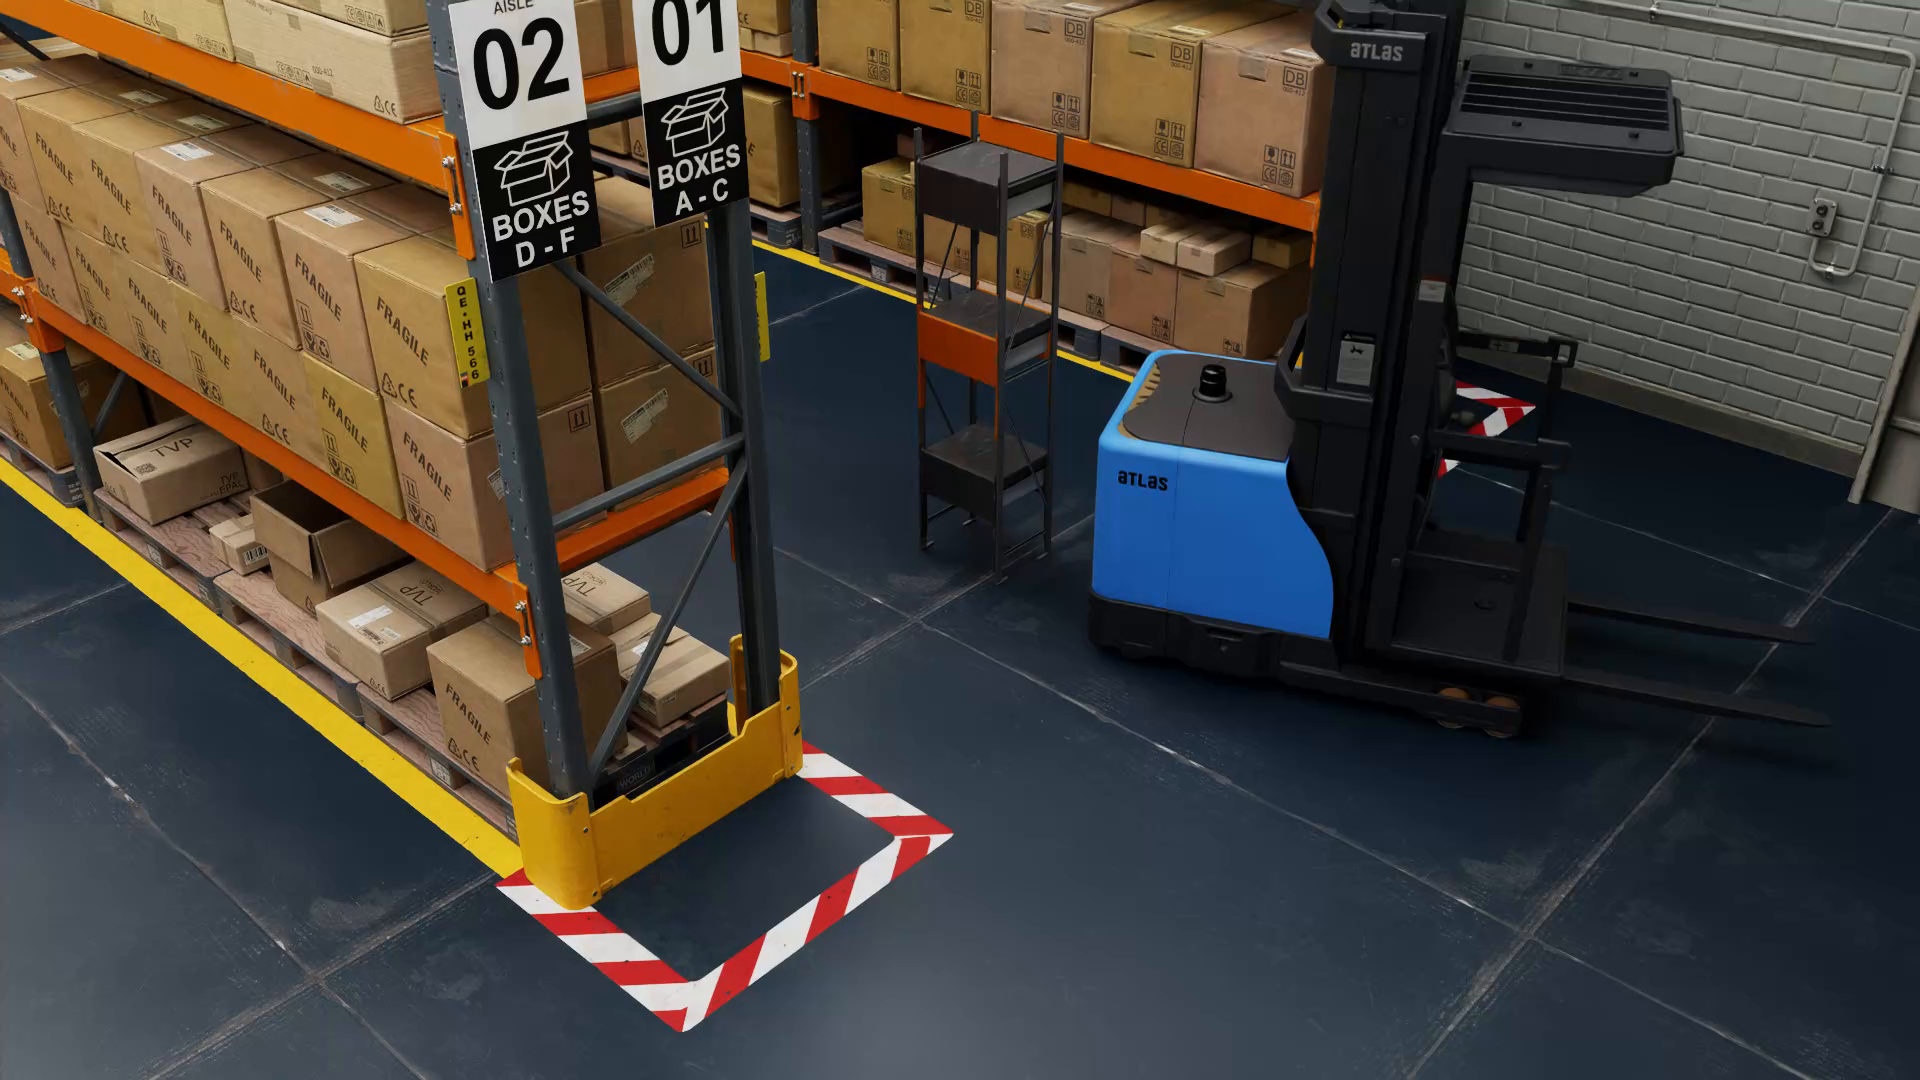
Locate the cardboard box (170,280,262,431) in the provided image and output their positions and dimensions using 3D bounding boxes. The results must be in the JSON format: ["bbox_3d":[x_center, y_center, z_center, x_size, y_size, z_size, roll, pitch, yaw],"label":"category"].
[{"bbox_3d":[-2.713,-0.807,6.586,0.500,0.500,0.500,24,39,34],"label":"cardboard box"}]

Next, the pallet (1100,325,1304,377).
[{"bbox_3d":[1.605,-1.134,9.929,1.213,0.211,1.003,25,39,35],"label":"pallet"}]

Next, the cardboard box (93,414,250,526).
[{"bbox_3d":[-3.871,-0.379,8.151,0.500,0.311,0.500,25,39,35],"label":"cardboard box"}]

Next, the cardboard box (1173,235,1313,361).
[{"bbox_3d":[1.664,-1.395,9.675,0.500,0.500,0.700,25,39,35],"label":"cardboard box"}]

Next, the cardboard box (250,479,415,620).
[{"bbox_3d":[-2.640,-0.041,7.404,0.637,0.503,0.797,25,39,35],"label":"cardboard box"}]

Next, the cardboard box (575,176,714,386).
[{"bbox_3d":[-1.223,-0.912,5.790,0.500,0.500,0.500,26,40,36],"label":"cardboard box"}]

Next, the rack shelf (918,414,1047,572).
[{"bbox_3d":[0.123,-0.231,7.981,0.480,0.518,0.431,25,39,35],"label":"rack shelf"}]

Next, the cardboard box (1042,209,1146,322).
[{"bbox_3d":[0.920,-1.742,10.251,0.500,0.500,0.700,24,38,34],"label":"cardboard box"}]

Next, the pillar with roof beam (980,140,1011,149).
[{"bbox_3d":[-2.505,-4.478,6.964,0.400,9.000,9.100,25,39,35],"label":"pillar with roof beam"}]

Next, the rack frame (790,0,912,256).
[{"bbox_3d":[-0.715,-3.466,11.099,0.127,3.000,1.000,25,39,35],"label":"rack frame"}]

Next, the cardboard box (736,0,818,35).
[{"bbox_3d":[-1.227,-3.708,11.097,0.500,0.500,0.500,24,39,34],"label":"cardboard box"}]

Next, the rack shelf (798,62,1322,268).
[{"bbox_3d":[0.767,-2.466,10.135,4.000,0.370,1.077,25,39,35],"label":"rack shelf"}]

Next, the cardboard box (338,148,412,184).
[{"bbox_3d":[-1.983,-1.265,6.376,0.500,0.500,0.500,26,39,36],"label":"cardboard box"}]

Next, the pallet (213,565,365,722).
[{"bbox_3d":[-2.619,0.285,7.573,1.213,0.211,1.003,25,39,35],"label":"pallet"}]

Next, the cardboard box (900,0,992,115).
[{"bbox_3d":[0.213,-3.146,10.276,0.700,0.700,0.980,24,38,34],"label":"cardboard box"}]

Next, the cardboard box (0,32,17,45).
[{"bbox_3d":[-5.388,-2.381,8.793,0.500,0.500,0.700,15,34,23],"label":"cardboard box"}]

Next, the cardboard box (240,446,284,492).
[{"bbox_3d":[-3.424,-0.599,8.334,0.500,0.500,0.500,25,39,35],"label":"cardboard box"}]

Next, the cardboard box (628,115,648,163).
[{"bbox_3d":[-1.946,-3.207,12.345,0.750,0.750,0.750,26,40,36],"label":"cardboard box"}]

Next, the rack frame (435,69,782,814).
[{"bbox_3d":[-1.071,-0.186,5.651,0.127,3.000,1.000,25,39,35],"label":"rack frame"}]

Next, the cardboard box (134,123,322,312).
[{"bbox_3d":[-2.729,-1.236,6.328,0.500,0.500,0.500,26,40,36],"label":"cardboard box"}]

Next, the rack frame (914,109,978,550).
[{"bbox_3d":[-0.058,-0.927,7.754,0.015,2.100,0.400,25,39,35],"label":"rack frame"}]

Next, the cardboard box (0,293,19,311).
[{"bbox_3d":[-5.327,-1.097,9.161,0.500,0.500,0.500,26,39,36],"label":"cardboard box"}]

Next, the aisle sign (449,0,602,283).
[{"bbox_3d":[-1.226,-1.159,4.746,0.004,0.787,0.394,25,39,35],"label":"aisle sign"}]

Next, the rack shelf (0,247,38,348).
[{"bbox_3d":[-5.520,-1.954,9.286,4.000,0.370,1.077,25,39,35],"label":"rack shelf"}]

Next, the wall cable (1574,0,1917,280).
[{"bbox_3d":[3.834,-2.435,8.402,1.851,1.984,0.084,25,39,35],"label":"wall cable"}]

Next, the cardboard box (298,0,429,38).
[{"bbox_3d":[-1.623,-1.701,4.920,0.500,0.250,0.500,25,39,35],"label":"cardboard box"}]

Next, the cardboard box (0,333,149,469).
[{"bbox_3d":[-4.595,-0.749,8.583,0.500,0.500,0.500,25,39,35],"label":"cardboard box"}]

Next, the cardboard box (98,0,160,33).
[{"bbox_3d":[-2.732,-2.008,5.915,0.500,0.250,0.500,25,39,35],"label":"cardboard box"}]

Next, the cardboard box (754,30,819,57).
[{"bbox_3d":[-1.156,-3.376,11.173,0.250,0.149,0.380,25,39,36],"label":"cardboard box"}]

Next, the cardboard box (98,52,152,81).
[{"bbox_3d":[-3.488,-1.966,7.540,0.500,0.500,0.500,25,39,35],"label":"cardboard box"}]

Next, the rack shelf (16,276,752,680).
[{"bbox_3d":[-2.554,-0.570,6.986,4.000,0.370,1.077,25,39,35],"label":"rack shelf"}]

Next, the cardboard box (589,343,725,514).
[{"bbox_3d":[-1.223,-0.483,6.047,0.500,0.500,0.500,26,40,36],"label":"cardboard box"}]

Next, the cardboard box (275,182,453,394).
[{"bbox_3d":[-1.961,-0.881,5.738,0.500,0.500,0.500,26,40,36],"label":"cardboard box"}]

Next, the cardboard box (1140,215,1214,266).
[{"bbox_3d":[1.257,-1.735,9.612,0.250,0.149,0.380,26,40,36],"label":"cardboard box"}]

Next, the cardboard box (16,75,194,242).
[{"bbox_3d":[-3.493,-1.592,6.921,0.500,0.500,0.500,24,38,34],"label":"cardboard box"}]

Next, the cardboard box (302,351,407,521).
[{"bbox_3d":[-1.973,-0.458,6.005,0.500,0.500,0.500,25,39,35],"label":"cardboard box"}]

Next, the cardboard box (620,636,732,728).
[{"bbox_3d":[-1.151,0.571,6.731,0.250,0.149,0.380,25,39,35],"label":"cardboard box"}]

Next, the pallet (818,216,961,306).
[{"bbox_3d":[-0.204,-1.978,11.331,1.213,0.211,1.003,25,39,35],"label":"pallet"}]

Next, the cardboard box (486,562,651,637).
[{"bbox_3d":[-1.655,0.334,7.027,0.500,0.250,0.500,25,39,35],"label":"cardboard box"}]

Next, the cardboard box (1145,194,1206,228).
[{"bbox_3d":[1.330,-1.967,9.997,0.250,0.149,0.380,25,39,35],"label":"cardboard box"}]

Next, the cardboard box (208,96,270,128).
[{"bbox_3d":[-2.733,-1.615,6.958,0.500,0.500,0.500,25,39,35],"label":"cardboard box"}]

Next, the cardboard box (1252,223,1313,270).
[{"bbox_3d":[1.891,-1.706,9.563,0.250,0.149,0.380,25,39,35],"label":"cardboard box"}]

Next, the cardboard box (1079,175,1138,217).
[{"bbox_3d":[0.950,-2.144,10.290,0.250,0.149,0.380,25,39,36],"label":"cardboard box"}]

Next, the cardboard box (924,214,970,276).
[{"bbox_3d":[0.140,-2.102,10.849,0.500,0.500,0.700,25,39,35],"label":"cardboard box"}]

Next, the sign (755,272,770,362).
[{"bbox_3d":[-0.707,-0.764,5.772,0.005,0.325,0.100,25,39,35],"label":"sign"}]

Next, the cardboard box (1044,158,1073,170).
[{"bbox_3d":[0.570,-2.321,10.584,0.250,0.149,0.380,25,39,36],"label":"cardboard box"}]

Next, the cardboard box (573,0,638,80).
[{"bbox_3d":[-1.281,-1.682,5.372,0.500,0.250,0.500,25,39,35],"label":"cardboard box"}]

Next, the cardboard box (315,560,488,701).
[{"bbox_3d":[-2.324,0.369,6.968,0.500,0.250,0.500,25,39,35],"label":"cardboard box"}]

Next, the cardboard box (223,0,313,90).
[{"bbox_3d":[-1.992,-1.661,5.338,0.500,0.250,0.500,25,39,35],"label":"cardboard box"}]

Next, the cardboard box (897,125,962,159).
[{"bbox_3d":[-0.204,-2.681,11.182,0.250,0.149,0.380,25,39,35],"label":"cardboard box"}]

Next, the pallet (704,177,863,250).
[{"bbox_3d":[-1.338,-2.509,12.214,1.213,0.211,1.003,25,39,35],"label":"pallet"}]

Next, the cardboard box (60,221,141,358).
[{"bbox_3d":[-3.460,-1.157,7.166,0.500,0.500,0.500,26,40,36],"label":"cardboard box"}]

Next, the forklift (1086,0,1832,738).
[{"bbox_3d":[2.138,-0.746,6.648,3.031,2.935,1.130,10,33,16],"label":"forklift"}]

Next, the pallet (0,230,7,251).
[{"bbox_3d":[-4.556,-1.806,8.528,1.213,0.211,1.003,25,39,35],"label":"pallet"}]

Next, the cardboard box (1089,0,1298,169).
[{"bbox_3d":[1.318,-2.630,9.420,0.700,0.700,0.980,25,39,35],"label":"cardboard box"}]

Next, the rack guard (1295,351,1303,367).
[{"bbox_3d":[2.268,-1.002,9.430,0.348,0.500,1.175,25,39,35],"label":"rack guard"}]

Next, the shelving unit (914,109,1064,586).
[{"bbox_3d":[0.123,-0.842,7.613,0.503,2.100,0.431,25,39,35],"label":"shelving unit"}]
